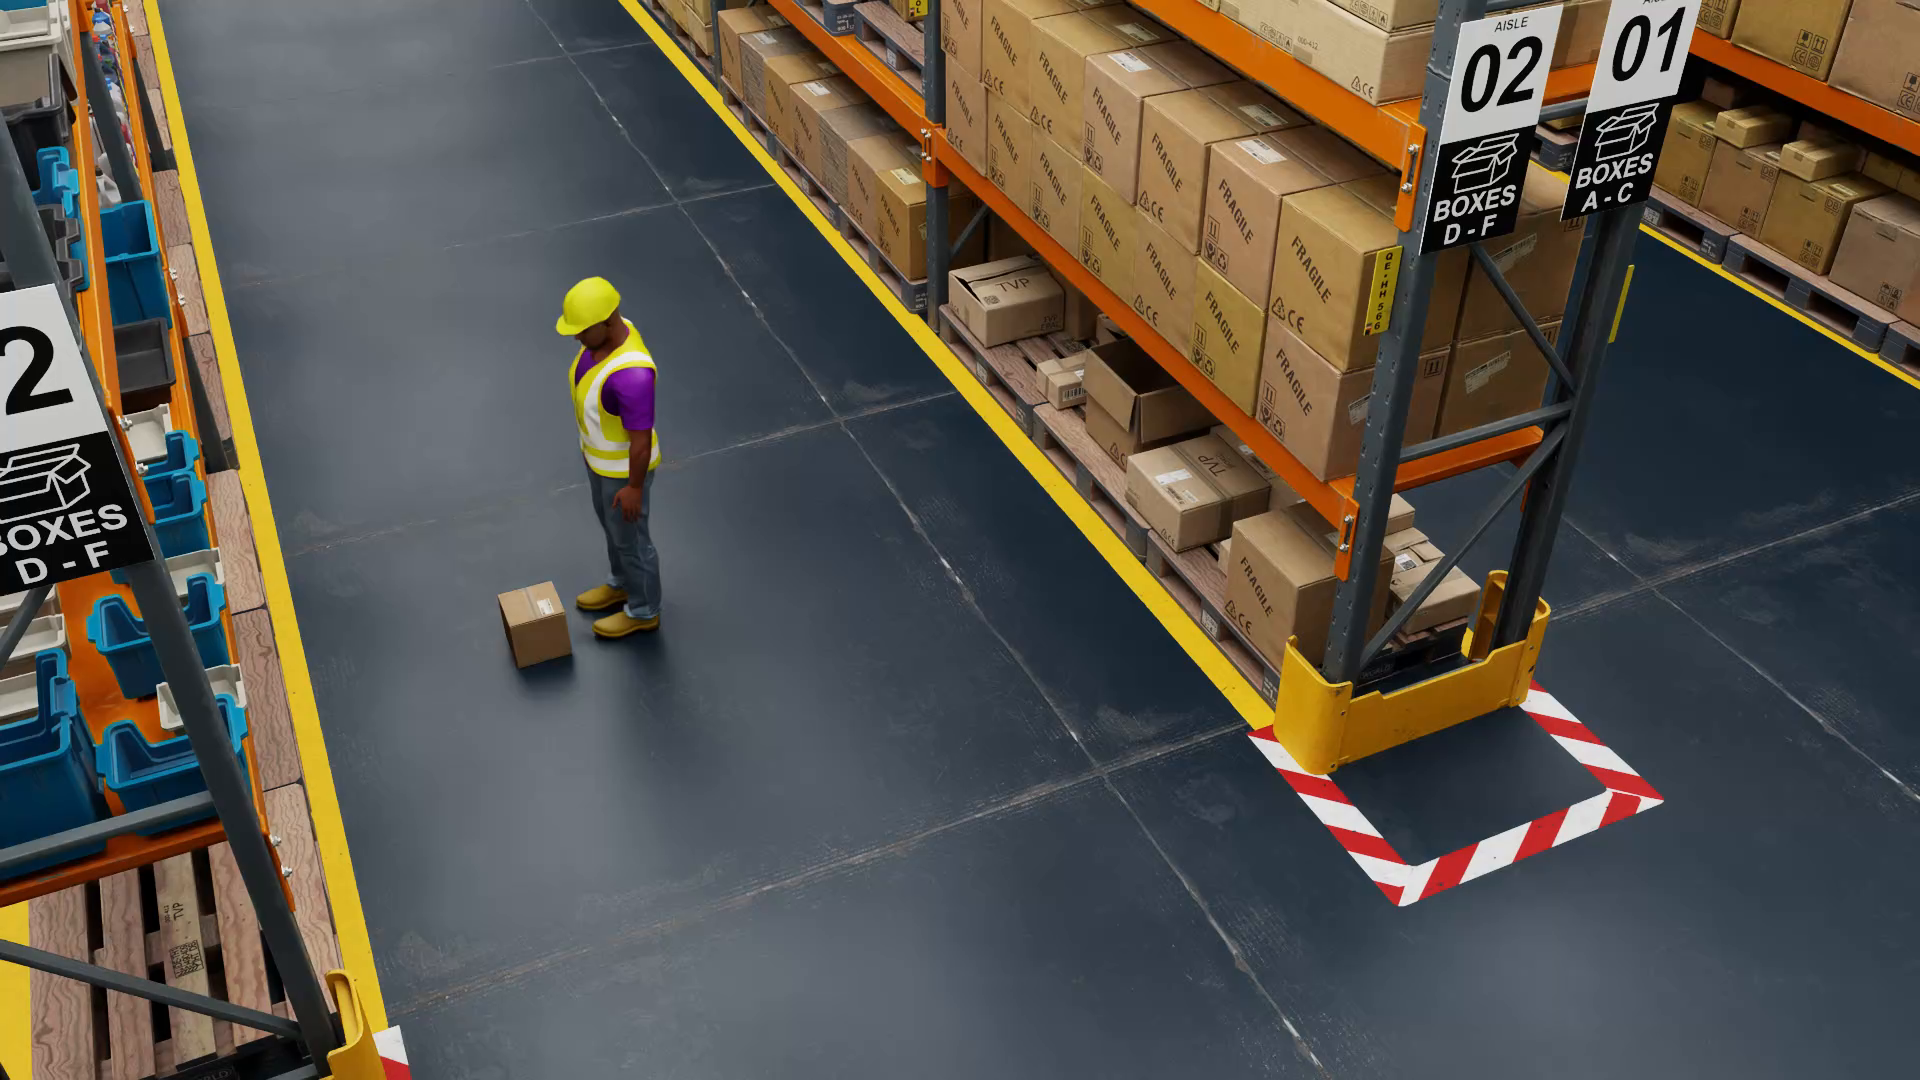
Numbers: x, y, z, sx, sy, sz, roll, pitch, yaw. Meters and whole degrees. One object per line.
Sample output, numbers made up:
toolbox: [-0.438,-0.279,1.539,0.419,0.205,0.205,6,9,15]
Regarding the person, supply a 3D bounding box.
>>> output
person: [-1.515,-0.343,7.272,0.415,1.774,0.566,-15,40,-19]
